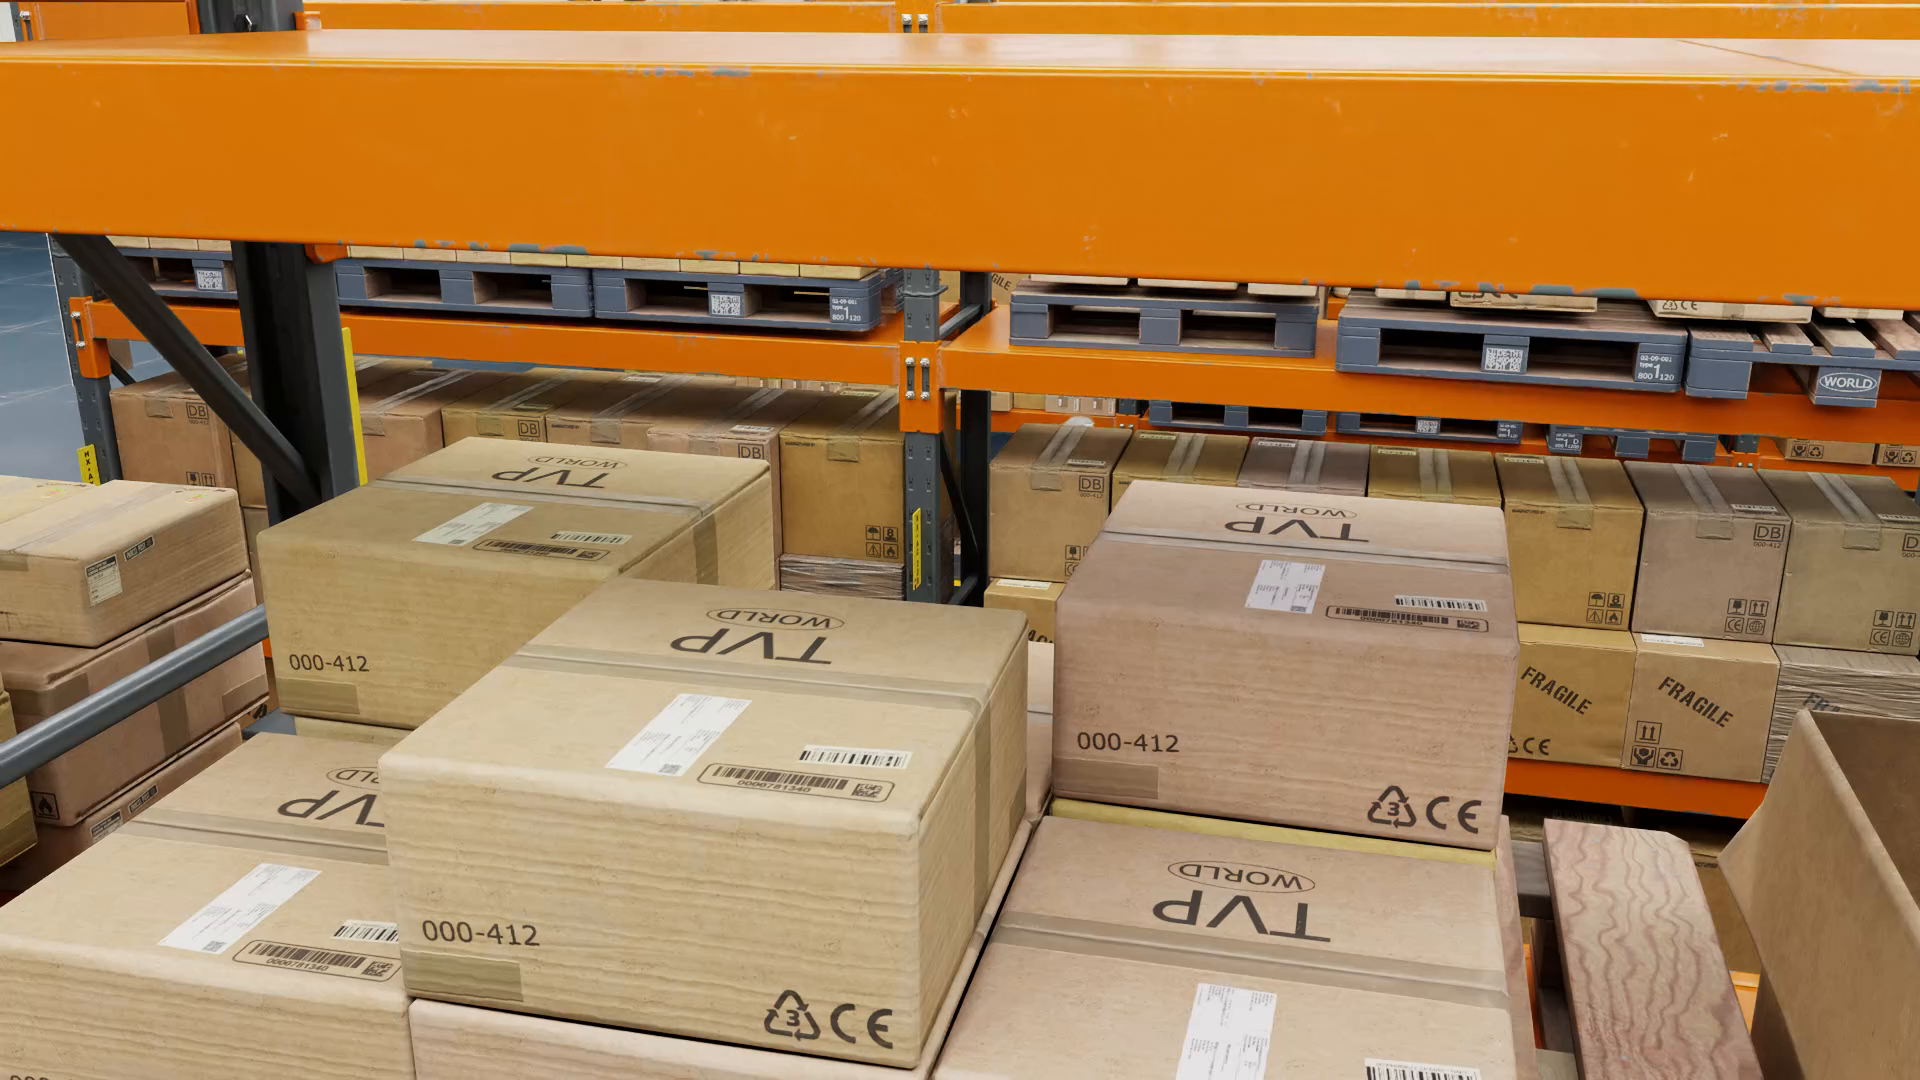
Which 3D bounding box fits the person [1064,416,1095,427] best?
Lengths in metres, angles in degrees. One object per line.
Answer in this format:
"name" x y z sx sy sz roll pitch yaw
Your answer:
"person" 0.718 0.022 10.513 0.389 1.656 0.473 5 19 15
